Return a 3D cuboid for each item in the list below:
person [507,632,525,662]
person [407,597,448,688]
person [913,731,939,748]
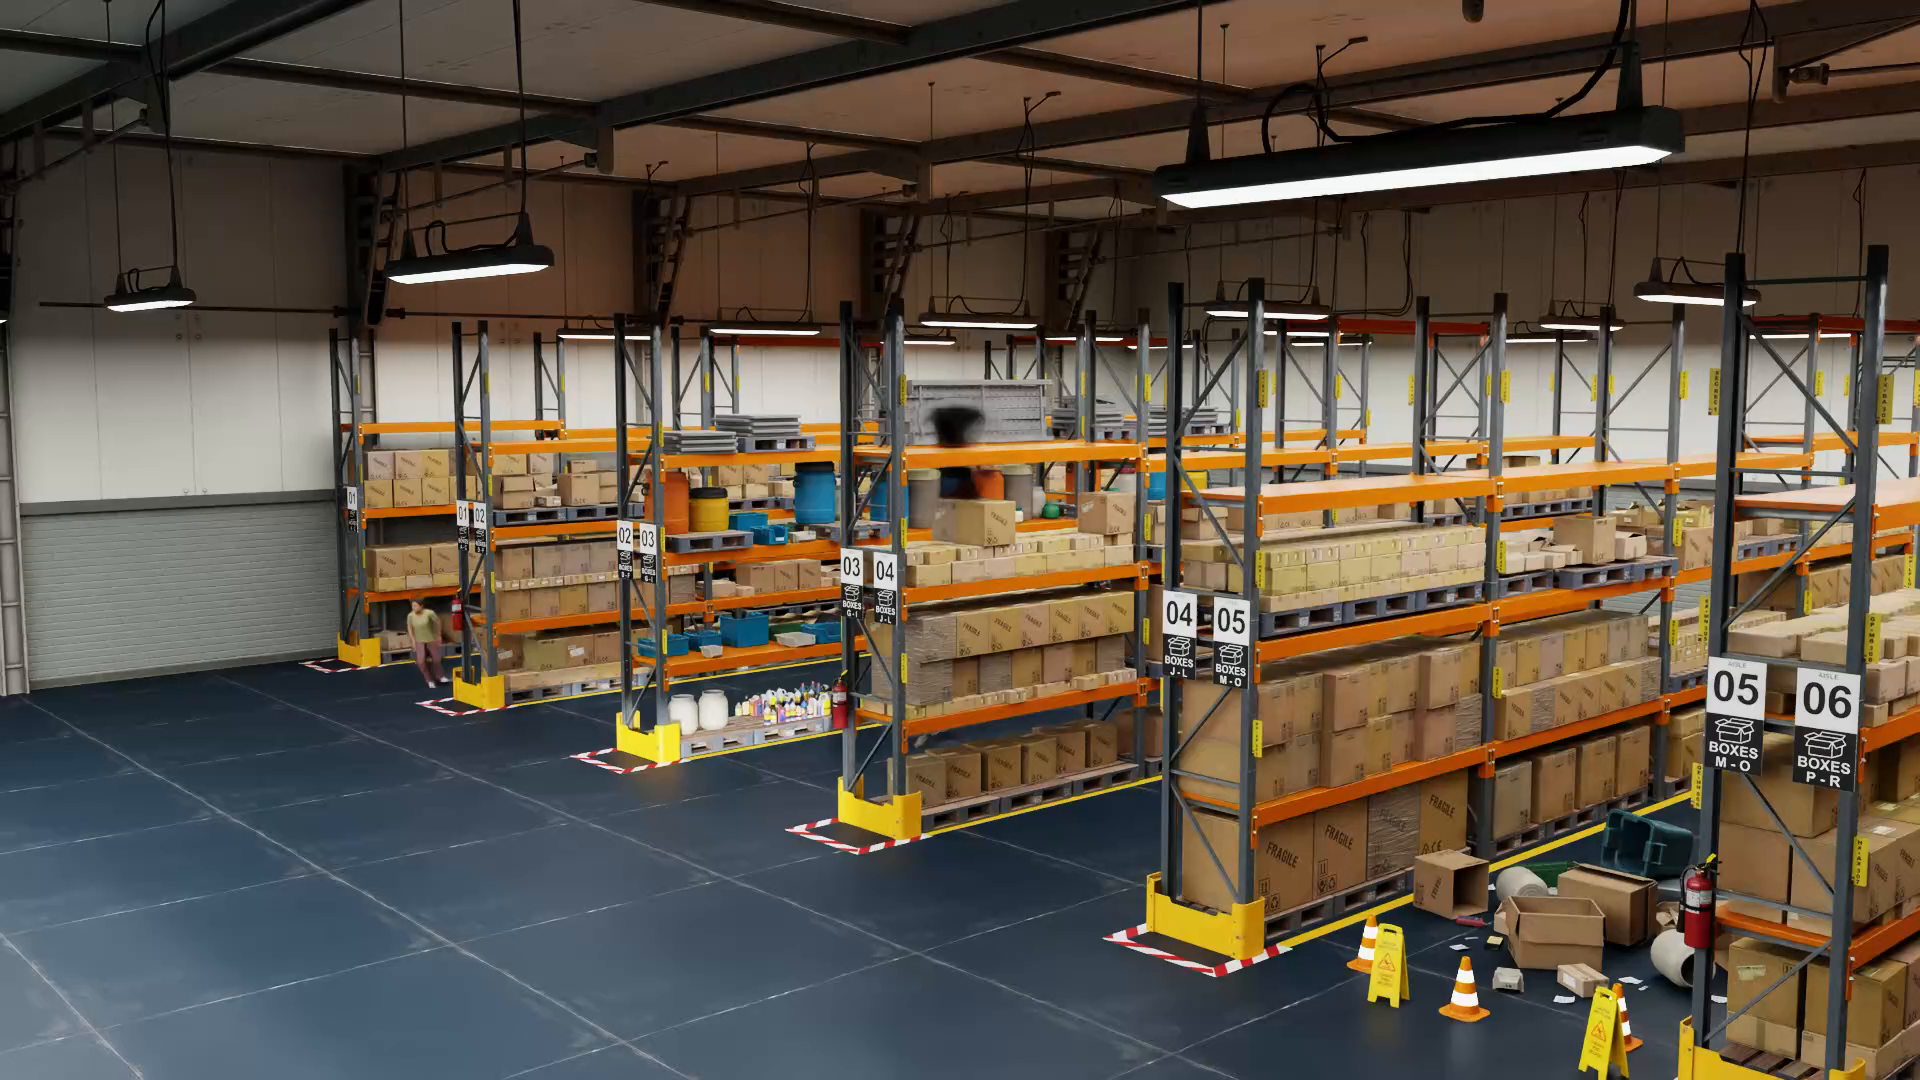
[{"bbox_3d":[-7.536,1.609,28.294,0.547,1.549,0.577,4,7,34],"label":"person"},{"bbox_3d":[-8.833,1.676,27.549,0.595,1.557,0.767,-1,6,-10],"label":"person"},{"bbox_3d":[-0.454,2.000,23.453,0.537,1.741,0.861,4,7,33],"label":"person"}]
